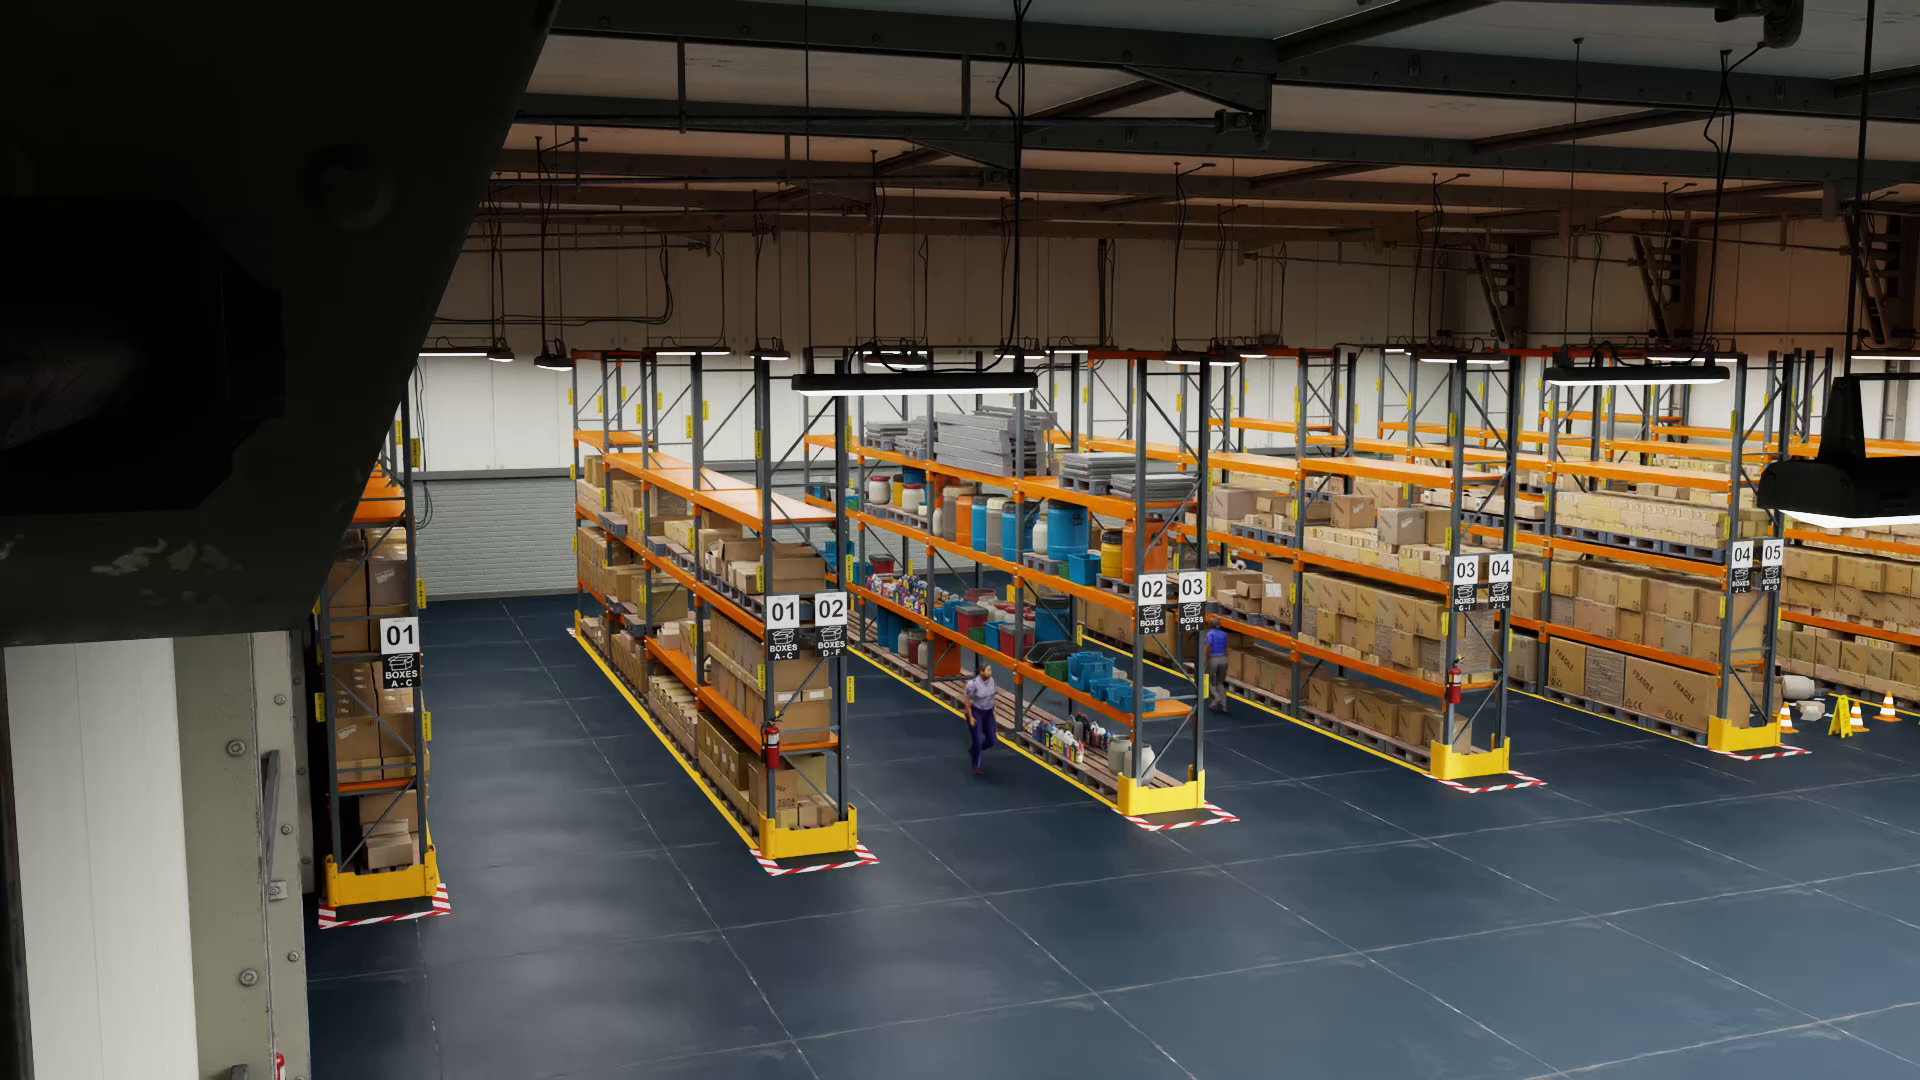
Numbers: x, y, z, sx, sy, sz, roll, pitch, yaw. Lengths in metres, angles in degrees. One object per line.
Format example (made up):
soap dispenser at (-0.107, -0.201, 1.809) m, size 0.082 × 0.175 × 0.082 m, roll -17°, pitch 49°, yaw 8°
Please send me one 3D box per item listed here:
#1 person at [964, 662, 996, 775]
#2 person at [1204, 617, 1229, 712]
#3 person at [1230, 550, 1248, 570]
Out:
person at (0.256, 2.544, 24.095) m, size 0.549 × 1.636 × 0.532 m, roll -5°, pitch 9°, yaw -37°
person at (4.298, 2.083, 28.099) m, size 0.534 × 1.551 × 0.714 m, roll -3°, pitch 8°, yaw -20°
person at (6.056, 0.974, 36.765) m, size 0.626 × 1.602 × 0.729 m, roll -1°, pitch 7°, yaw -9°
